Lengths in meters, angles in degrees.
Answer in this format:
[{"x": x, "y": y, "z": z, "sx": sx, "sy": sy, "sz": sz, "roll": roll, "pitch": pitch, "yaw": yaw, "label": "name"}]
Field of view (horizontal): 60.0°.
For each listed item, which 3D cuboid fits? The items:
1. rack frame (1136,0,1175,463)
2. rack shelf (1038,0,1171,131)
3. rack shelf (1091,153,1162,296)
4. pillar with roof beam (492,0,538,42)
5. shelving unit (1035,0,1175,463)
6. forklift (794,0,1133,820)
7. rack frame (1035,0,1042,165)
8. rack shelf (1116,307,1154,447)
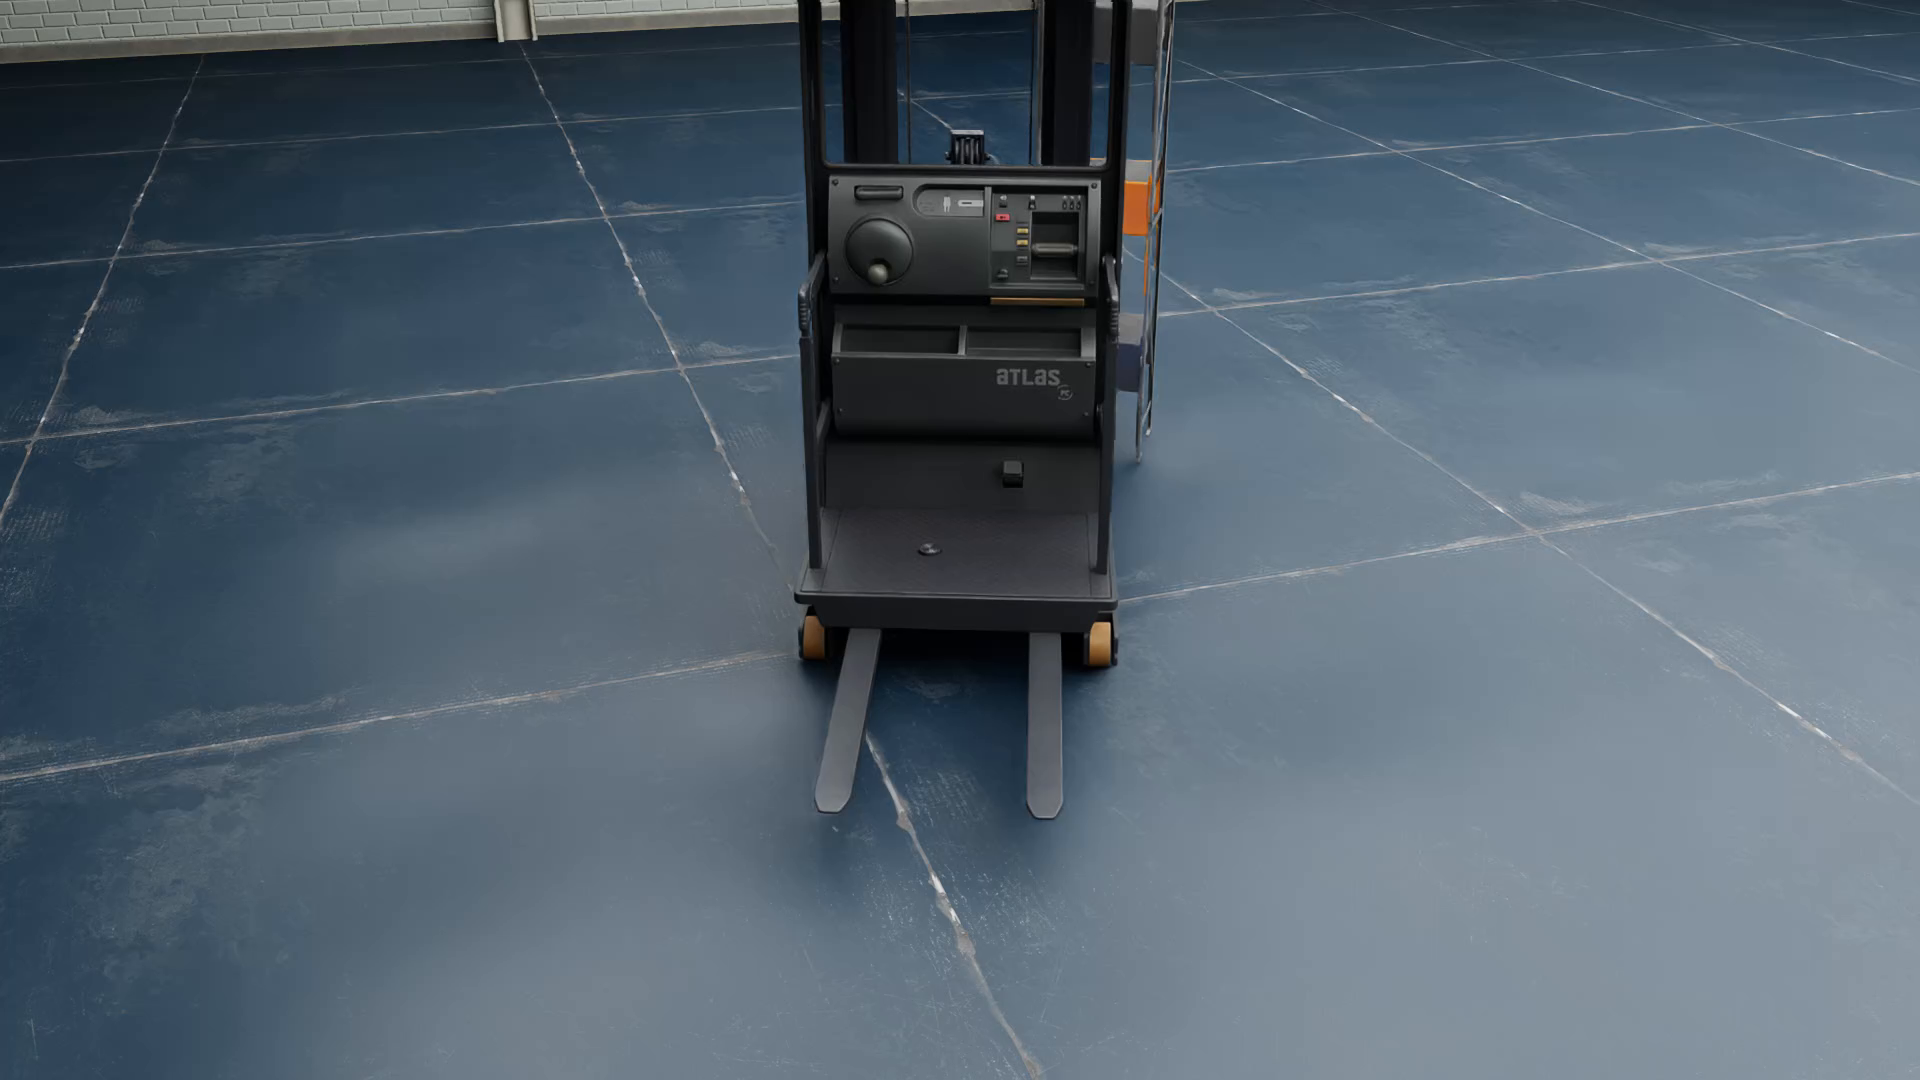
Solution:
[{"x": 0.843, "y": -1.373, "z": 7.152, "sx": 0.015, "sy": 2.100, "sz": 0.400, "roll": 6, "pitch": 27, "yaw": 12, "label": "rack frame"}, {"x": 0.606, "y": -2.014, "z": 6.900, "sx": 0.480, "sy": 0.518, "sz": 0.431, "roll": 6, "pitch": 27, "yaw": 12, "label": "rack shelf"}, {"x": 0.605, "y": -1.386, "z": 7.209, "sx": 0.480, "sy": 0.518, "sz": 0.431, "roll": 6, "pitch": 27, "yaw": 12, "label": "rack shelf"}, {"x": -3.249, "y": -7.396, "z": 11.527, "sx": 0.400, "sy": 9.000, "sz": 9.100, "roll": -8, "pitch": 28, "yaw": -16, "label": "pillar with roof beam"}, {"x": 0.605, "y": -1.398, "z": 7.203, "sx": 0.503, "sy": 2.100, "sz": 0.431, "roll": 6, "pitch": 27, "yaw": 12, "label": "shelving unit"}, {"x": 0.006, "y": -1.011, "z": 5.490, "sx": 1.130, "sy": 2.935, "sz": 3.031, "roll": 1, "pitch": 26, "yaw": 2, "label": "forklift"}, {"x": 0.368, "y": -1.424, "z": 7.255, "sx": 0.015, "sy": 2.100, "sz": 0.400, "roll": 6, "pitch": 27, "yaw": 12, "label": "rack frame"}, {"x": 0.605, "y": -0.758, "z": 7.518, "sx": 0.480, "sy": 0.518, "sz": 0.431, "roll": 6, "pitch": 27, "yaw": 12, "label": "rack shelf"}]
